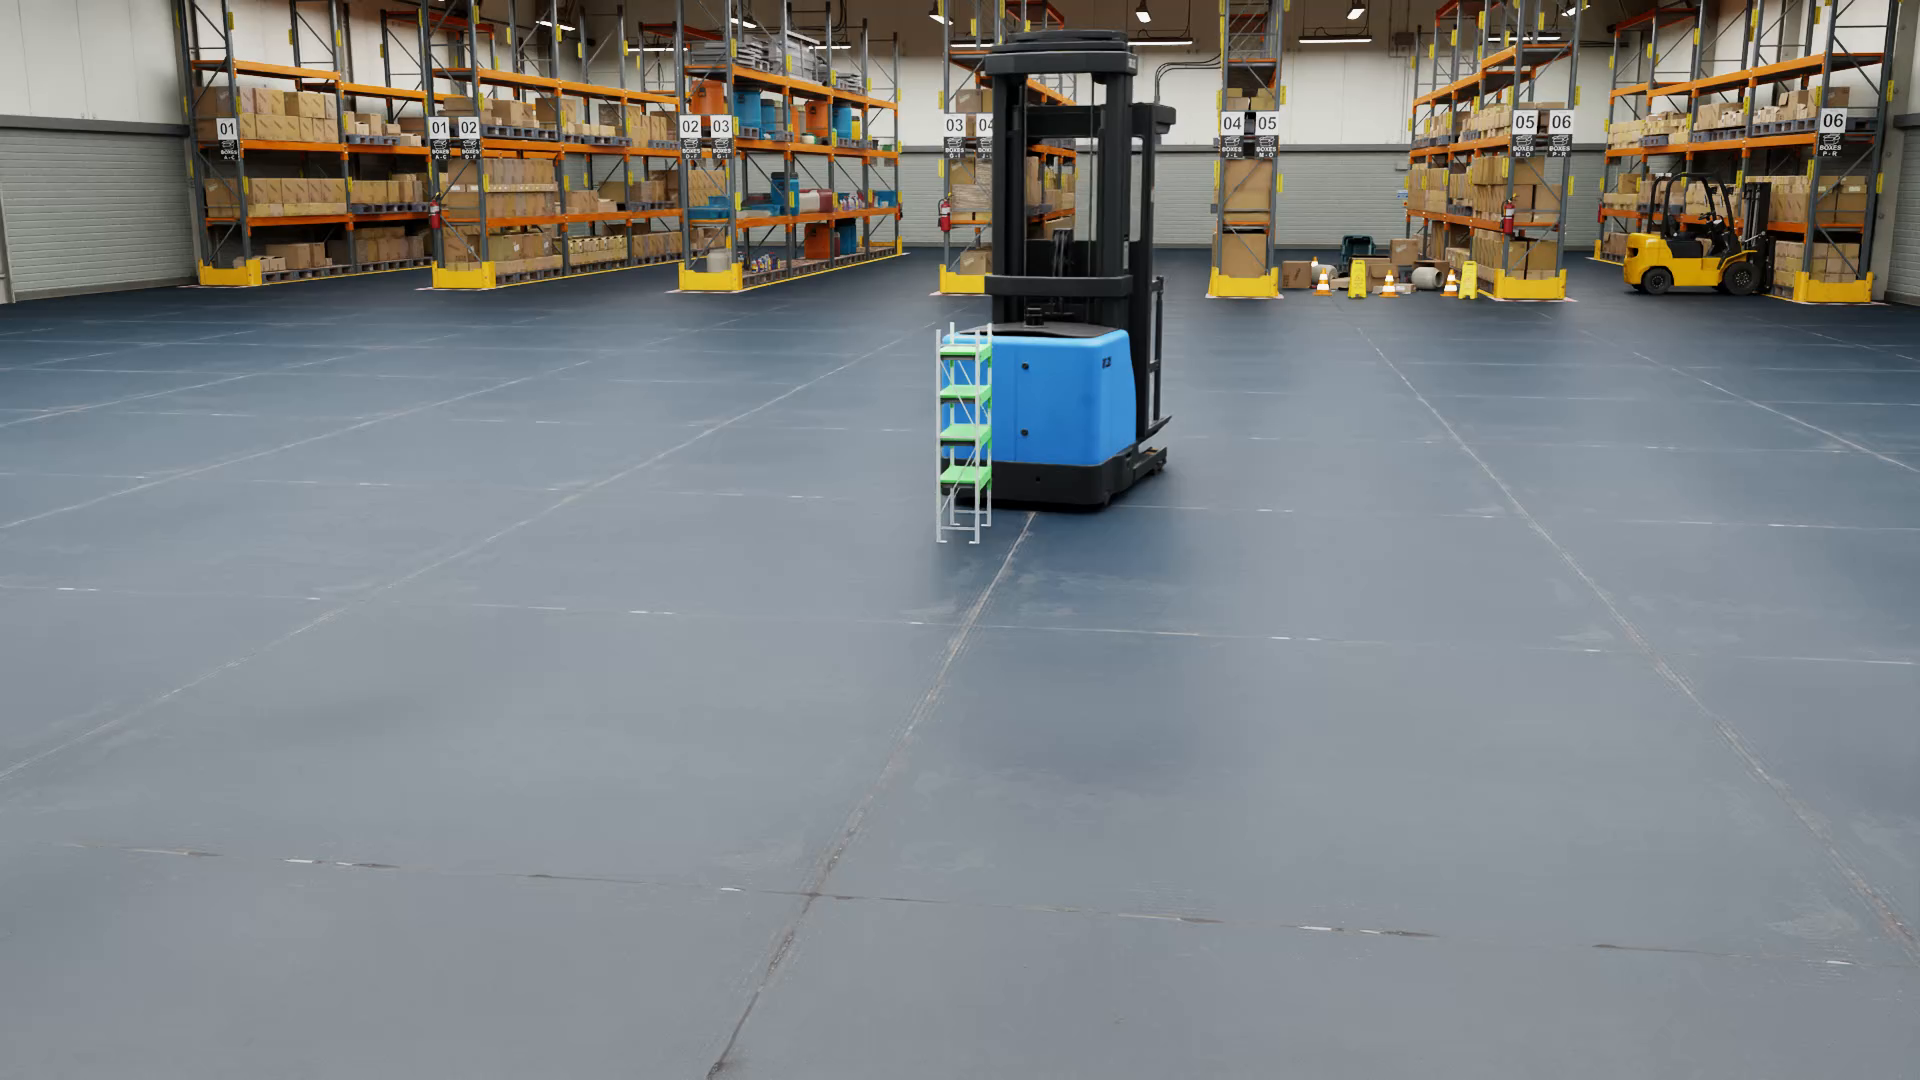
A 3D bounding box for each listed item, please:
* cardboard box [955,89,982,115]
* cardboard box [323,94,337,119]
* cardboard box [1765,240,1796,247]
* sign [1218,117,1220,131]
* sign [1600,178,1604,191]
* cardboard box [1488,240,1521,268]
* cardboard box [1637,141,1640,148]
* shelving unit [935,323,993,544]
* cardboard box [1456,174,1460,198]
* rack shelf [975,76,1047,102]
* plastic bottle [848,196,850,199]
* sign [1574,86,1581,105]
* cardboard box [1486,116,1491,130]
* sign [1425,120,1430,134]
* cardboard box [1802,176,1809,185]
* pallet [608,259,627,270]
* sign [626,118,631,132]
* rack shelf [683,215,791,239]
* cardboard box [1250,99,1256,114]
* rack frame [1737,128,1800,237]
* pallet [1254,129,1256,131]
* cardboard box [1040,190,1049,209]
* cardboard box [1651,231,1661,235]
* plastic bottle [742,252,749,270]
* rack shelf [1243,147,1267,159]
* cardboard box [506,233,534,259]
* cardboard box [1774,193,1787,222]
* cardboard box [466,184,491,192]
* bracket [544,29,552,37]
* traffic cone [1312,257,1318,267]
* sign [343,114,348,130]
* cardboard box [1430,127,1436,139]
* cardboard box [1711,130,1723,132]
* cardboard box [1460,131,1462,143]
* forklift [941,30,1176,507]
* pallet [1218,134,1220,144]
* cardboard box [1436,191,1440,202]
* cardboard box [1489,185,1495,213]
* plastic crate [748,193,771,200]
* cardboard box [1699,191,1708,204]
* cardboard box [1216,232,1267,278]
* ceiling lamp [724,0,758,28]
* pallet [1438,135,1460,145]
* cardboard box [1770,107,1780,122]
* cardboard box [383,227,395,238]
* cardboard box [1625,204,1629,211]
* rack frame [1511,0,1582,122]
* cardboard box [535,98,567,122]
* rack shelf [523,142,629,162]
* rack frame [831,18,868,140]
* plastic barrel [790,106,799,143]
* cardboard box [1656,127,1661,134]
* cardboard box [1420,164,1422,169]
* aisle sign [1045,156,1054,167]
[{"bbox_3d":[0.198,-8.271,31.504,0.500,0.500,0.500,2,12,9],"label":"cardboard box"},{"bbox_3d":[-13.668,-9.250,35.518,0.500,0.500,0.500,1,12,4],"label":"cardboard box"},{"bbox_3d":[14.895,-5.327,30.249,0.500,0.250,0.500,2,12,8],"label":"cardboard box"},{"bbox_3d":[5.789,-9.256,36.976,0.100,0.325,0.005,2,12,9],"label":"sign"},{"bbox_3d":[16.831,-9.326,43.591,0.100,0.325,0.005,2,12,9],"label":"sign"},{"bbox_3d":[9.944,-5.226,30.373,0.500,0.500,0.500,2,12,11],"label":"cardboard box"},{"bbox_3d":[16.556,-9.531,40.076,0.380,0.149,0.250,2,12,9],"label":"cardboard box"},{"bbox_3d":[0.025,-0.621,9.527,0.258,1.200,0.503,2,12,9],"label":"shelving unit"},{"bbox_3d":[10.786,-7.474,35.112,0.500,0.500,0.500,2,12,10],"label":"cardboard box"},{"bbox_3d":[1.132,-9.670,35.660,1.077,0.370,4.000,2,12,9],"label":"rack shelf"},{"bbox_3d":[-2.800,-8.473,41.805,0.144,0.351,0.185,2,12,9],"label":"plastic bottle"},{"bbox_3d":[10.538,-7.590,28.399,0.100,0.325,0.005,2,12,9],"label":"sign"},{"bbox_3d":[10.118,-7.791,31.056,0.500,0.250,0.500,2,12,9],"label":"cardboard box"},{"bbox_3d":[11.298,-9.988,40.183,0.100,0.325,0.005,2,12,9],"label":"sign"},{"bbox_3d":[14.761,-6.199,28.657,0.380,0.149,0.250,2,12,9],"label":"cardboard box"},{"bbox_3d":[-8.513,-6.489,39.104,1.003,0.211,1.213,2,12,9],"label":"pallet"},{"bbox_3d":[-7.801,-9.761,39.129,0.100,0.325,0.005,2,12,9],"label":"sign"},{"bbox_3d":[-4.377,-6.261,33.131,1.077,0.370,4.000,2,12,9],"label":"rack shelf"},{"bbox_3d":[5.499,-7.844,30.067,0.500,0.250,0.500,2,12,8],"label":"cardboard box"},{"bbox_3d":[15.522,-6.387,32.010,1.000,3.000,0.127,2,12,9],"label":"rack frame"},{"bbox_3d":[5.574,-7.939,32.304,1.003,0.211,1.213,2,12,9],"label":"pallet"},{"bbox_3d":[1.783,-7.842,38.524,0.500,0.500,0.500,2,12,10],"label":"cardboard box"},{"bbox_3d":[16.440,-7.173,39.053,0.380,0.149,0.250,1,12,6],"label":"cardboard box"},{"bbox_3d":[-4.461,-5.790,34.481,0.144,0.351,0.185,2,12,9],"label":"plastic bottle"},{"bbox_3d":[6.018,-8.217,35.091,1.077,0.370,4.000,2,12,9],"label":"rack shelf"},{"bbox_3d":[-9.043,-6.002,33.971,0.500,0.500,0.500,2,12,9],"label":"cardboard box"},{"bbox_3d":[14.890,-5.929,29.645,0.500,0.500,0.500,2,12,8],"label":"cardboard box"},{"bbox_3d":[-9.305,-6.798,32.140,0.380,0.149,0.250,2,12,8],"label":"cardboard box"},{"bbox_3d":[-12.166,-15.032,49.340,0.235,0.232,0.430,2,12,9],"label":"bracket"},{"bbox_3d":[7.408,-5.677,34.735,0.336,0.463,0.334,2,12,9],"label":"traffic cone"},{"bbox_3d":[-13.321,-9.053,36.032,0.100,0.325,0.005,2,12,9],"label":"sign"},{"bbox_3d":[11.424,-9.725,39.703,0.396,0.266,0.258,2,12,8],"label":"cardboard box"},{"bbox_3d":[16.429,-8.876,35.849,0.380,0.149,0.250,2,12,9],"label":"cardboard box"},{"bbox_3d":[10.976,-8.667,35.789,0.396,0.266,0.258,2,12,9],"label":"cardboard box"},{"bbox_3d":[0.831,-1.908,11.392,1.130,2.935,3.031,4,13,19],"label":"forklift"},{"bbox_3d":[6.279,-8.757,36.337,1.213,0.211,1.003,2,12,11],"label":"pallet"},{"bbox_3d":[11.189,-7.874,38.079,0.500,0.250,0.500,2,12,7],"label":"cardboard box"},{"bbox_3d":[9.975,-6.239,30.379,0.500,0.500,0.500,2,12,8],"label":"cardboard box"},{"bbox_3d":[-4.297,-7.171,35.494,0.402,0.464,0.583,2,12,9],"label":"plastic crate"},{"bbox_3d":[15.651,-7.094,34.459,0.500,0.250,0.500,2,12,7],"label":"cardboard box"},{"bbox_3d":[5.134,-5.164,30.380,0.875,0.875,0.875,2,12,9],"label":"cardboard box"},{"bbox_3d":[-5.192,-14.379,41.000,0.800,3.185,2.000,2,12,9],"label":"ceiling lamp"},{"bbox_3d":[11.278,-8.889,36.950,1.213,0.211,1.003,2,12,11],"label":"pallet"},{"bbox_3d":[14.994,-7.743,30.265,0.396,0.266,0.258,2,12,7],"label":"cardboard box"},{"bbox_3d":[-13.526,-7.167,38.736,0.500,0.250,0.500,2,12,8],"label":"cardboard box"},{"bbox_3d":[16.665,-8.222,41.120,0.380,0.149,0.250,2,12,8],"label":"cardboard box"},{"bbox_3d":[10.001,-8.647,28.257,1.000,3.000,0.127,2,12,9],"label":"rack frame"},{"bbox_3d":[-8.829,-9.282,35.902,0.500,0.500,0.500,2,12,9],"label":"cardboard box"},{"bbox_3d":[-8.656,-8.721,37.427,1.077,0.370,4.000,2,12,9],"label":"rack shelf"},{"bbox_3d":[-2.839,-11.627,42.083,1.000,3.000,0.127,2,12,9],"label":"rack frame"},{"bbox_3d":[-3.896,-9.237,37.097,0.600,0.830,0.708,2,12,9],"label":"plastic barrel"},{"bbox_3d":[16.111,-9.335,37.933,0.380,0.149,0.250,2,12,10],"label":"cardboard box"},{"bbox_3d":[11.862,-9.457,42.106,0.380,0.149,0.250,2,12,9],"label":"cardboard box"},{"bbox_3d":[2.385,-10.662,45.674,0.394,0.787,0.004,2,12,9],"label":"aisle sign"}]
